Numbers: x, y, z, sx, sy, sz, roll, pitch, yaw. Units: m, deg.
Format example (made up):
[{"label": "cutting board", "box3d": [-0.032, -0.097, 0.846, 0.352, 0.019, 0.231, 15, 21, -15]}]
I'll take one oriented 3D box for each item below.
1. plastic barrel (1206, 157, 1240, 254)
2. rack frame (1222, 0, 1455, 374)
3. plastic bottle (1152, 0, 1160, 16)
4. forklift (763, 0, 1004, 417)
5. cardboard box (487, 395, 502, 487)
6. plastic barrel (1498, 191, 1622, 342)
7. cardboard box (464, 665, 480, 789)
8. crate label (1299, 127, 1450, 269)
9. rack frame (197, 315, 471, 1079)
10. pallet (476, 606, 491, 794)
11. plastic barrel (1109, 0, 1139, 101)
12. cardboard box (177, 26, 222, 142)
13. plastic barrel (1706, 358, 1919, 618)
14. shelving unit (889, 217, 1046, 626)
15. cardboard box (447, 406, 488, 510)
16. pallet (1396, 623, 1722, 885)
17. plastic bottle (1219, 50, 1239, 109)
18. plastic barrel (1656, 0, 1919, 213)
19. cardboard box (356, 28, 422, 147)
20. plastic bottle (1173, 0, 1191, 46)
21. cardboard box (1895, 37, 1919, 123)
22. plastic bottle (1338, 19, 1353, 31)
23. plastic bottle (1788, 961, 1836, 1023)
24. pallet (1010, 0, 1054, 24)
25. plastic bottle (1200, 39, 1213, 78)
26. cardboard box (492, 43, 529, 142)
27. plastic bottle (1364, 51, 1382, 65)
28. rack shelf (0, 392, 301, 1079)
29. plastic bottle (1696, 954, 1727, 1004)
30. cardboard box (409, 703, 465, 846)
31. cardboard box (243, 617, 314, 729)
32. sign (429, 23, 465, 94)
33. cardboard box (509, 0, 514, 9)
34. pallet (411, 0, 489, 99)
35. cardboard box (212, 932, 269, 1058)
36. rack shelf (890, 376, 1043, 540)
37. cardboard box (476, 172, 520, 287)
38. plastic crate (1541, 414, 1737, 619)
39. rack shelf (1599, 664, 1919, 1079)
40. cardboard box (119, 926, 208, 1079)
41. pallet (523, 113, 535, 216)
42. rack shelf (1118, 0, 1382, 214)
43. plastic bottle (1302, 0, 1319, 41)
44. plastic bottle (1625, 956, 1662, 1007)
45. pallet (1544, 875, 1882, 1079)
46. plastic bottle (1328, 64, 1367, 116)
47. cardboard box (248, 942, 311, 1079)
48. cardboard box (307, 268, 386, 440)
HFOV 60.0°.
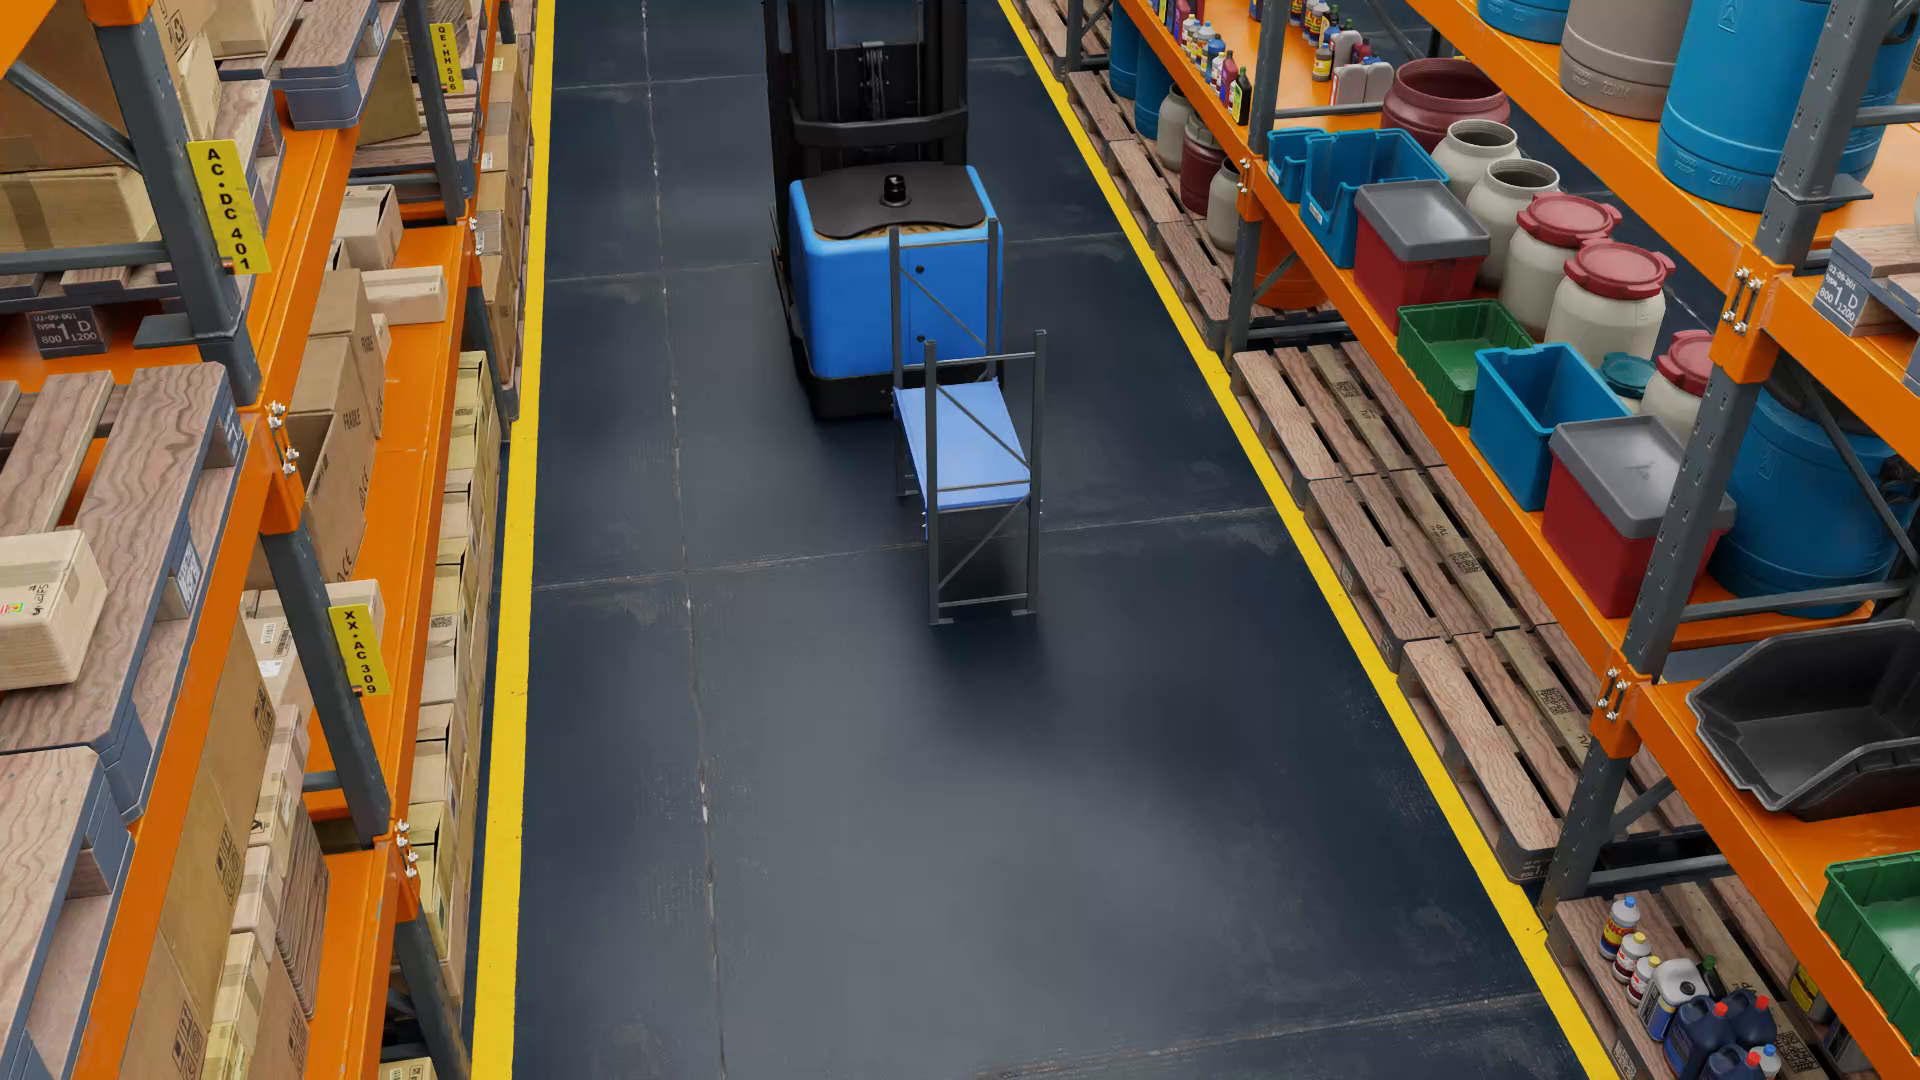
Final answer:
[{"label": "plastic barrel", "box3d": [1.703, -2.016, 9.986, 0.421, 0.512, 0.421, 0, 38, 0]}, {"label": "rack frame", "box3d": [1.993, -2.208, 8.547, 1.000, 3.000, 0.127, -6, 38, -8]}, {"label": "plastic bottle", "box3d": [1.259, -3.370, 10.083, 0.144, 0.351, 0.185, -6, 38, -8]}, {"label": "forklift", "box3d": [-0.550, -2.718, 9.259, 1.130, 2.935, 3.031, -7, 38, -9]}, {"label": "cardboard box", "box3d": [-2.552, -0.466, 8.204, 0.500, 0.250, 0.500, -5, 38, -7]}, {"label": "plastic barrel", "box3d": [2.538, -1.151, 7.076, 0.433, 0.535, 0.433, 0, 38, 0]}, {"label": "cardboard box", "box3d": [-2.192, 0.767, 6.617, 0.500, 0.250, 0.500, -7, 38, -9]}, {"label": "crate label", "box3d": [1.901, -1.593, 7.726, 0.502, 0.435, 0.616, -6, 38, -8]}, {"label": "rack frame", "box3d": [-2.183, 0.739, 4.754, 1.000, 3.000, 0.127, -6, 38, -8]}, {"label": "pallet", "box3d": [-2.568, 0.661, 7.128, 1.003, 0.211, 1.213, -6, 38, -8]}, {"label": "plastic barrel", "box3d": [1.370, -3.631, 11.746, 0.600, 0.901, 0.708, -6, 38, -8]}, {"label": "cardboard box", "box3d": [-2.381, -1.257, 4.658, 0.500, 0.250, 0.500, -10, 39, -12]}, {"label": "plastic barrel", "box3d": [2.925, -0.256, 5.626, 0.600, 0.901, 0.708, -6, 38, -8]}, {"label": "shelving unit", "box3d": [0.015, -0.541, 7.623, 0.538, 1.500, 1.048, -6, 38, -8]}, {"label": "cardboard box", "box3d": [-2.453, -0.376, 7.630, 0.500, 0.311, 0.500, -7, 38, -9]}, {"label": "pallet", "box3d": [2.518, 0.839, 6.898, 1.003, 0.211, 1.213, -6, 38, -8]}, {"label": "plastic bottle", "box3d": [1.461, -2.500, 9.018, 0.061, 0.283, 0.133, -6, 38, -8]}, {"label": "plastic barrel", "box3d": [2.391, -1.458, 4.728, 0.600, 0.901, 0.708, -6, 38, -8]}, {"label": "cardboard box", "box3d": [-3.106, -2.251, 8.179, 0.700, 0.500, 0.500, -19, 42, -23]}, {"label": "plastic bottle", "box3d": [1.301, -3.051, 9.727, 0.061, 0.283, 0.133, -6, 38, -8]}, {"label": "cardboard box", "box3d": [6.620, -3.026, 10.989, 1.225, 0.875, 0.875, -6, 38, -8]}, {"label": "plastic bottle", "box3d": [2.175, -2.823, 9.434, 0.061, 0.283, 0.133, -6, 38, -8]}, {"label": "plastic bottle", "box3d": [2.949, 1.454, 5.634, 0.144, 0.351, 0.185, -6, 38, -8]}, {"label": "pallet", "box3d": [0.907, -4.701, 14.029, 1.003, 0.211, 1.213, -6, 38, -8]}, {"label": "plastic bottle", "box3d": [1.408, -2.715, 9.362, 0.097, 0.201, 0.097, 0, 38, 0]}, {"label": "cardboard box", "box3d": [-3.217, -3.013, 11.262, 0.500, 0.500, 0.500, -6, 38, -8]}, {"label": "plastic bottle", "box3d": [2.242, -2.526, 9.062, 0.097, 0.271, 0.097, 0, 38, 0]}, {"label": "rack shelf", "box3d": [-1.833, 1.046, 2.500, 1.077, 0.370, 4.000, -6, 38, -8]}, {"label": "plastic bottle", "box3d": [2.507, 1.527, 5.595, 0.061, 0.283, 0.133, -6, 38, -8]}, {"label": "cardboard box", "box3d": [-2.093, 0.858, 6.043, 0.500, 0.311, 0.500, -7, 38, -8]}, {"label": "cardboard box", "box3d": [-2.313, 0.505, 5.177, 0.500, 0.250, 0.500, -4, 38, -5]}, {"label": "sign", "box3d": [-2.339, -2.196, 7.588, 0.100, 0.325, 0.005, -6, 38, -8]}, {"label": "cardboard box", "box3d": [-3.920, -4.416, 13.065, 0.797, 0.503, 0.637, -6, 38, -8]}, {"label": "pallet", "box3d": [-3.230, -2.776, 9.434, 1.003, 0.211, 1.213, -6, 38, -8]}, {"label": "cardboard box", "box3d": [-1.788, 1.050, 3.743, 0.380, 0.149, 0.250, -6, 38, -8]}, {"label": "rack shelf", "box3d": [0.015, -0.399, 7.734, 0.538, 0.185, 1.000, -6, 38, -8]}, {"label": "cardboard box", "box3d": [-2.863, -1.789, 9.686, 0.500, 0.500, 0.500, -7, 38, -9]}, {"label": "plastic crate", "box3d": [2.308, -0.077, 5.752, 0.402, 0.464, 0.583, -6, 38, -8]}, {"label": "rack shelf", "box3d": [3.045, 1.700, 4.103, 1.077, 0.370, 4.000, -6, 38, -8]}, {"label": "cardboard box", "box3d": [-1.922, 1.062, 3.199, 0.700, 0.500, 0.500, -6, 38, -8]}, {"label": "pallet", "box3d": [-3.406, -2.505, 11.202, 1.003, 0.211, 1.213, -6, 38, -8]}, {"label": "rack shelf", "box3d": [1.642, -3.132, 10.323, 1.077, 0.370, 4.000, -6, 38, -8]}, {"label": "plastic bottle", "box3d": [2.080, -3.084, 9.780, 0.097, 0.271, 0.097, 0, 38, 0]}, {"label": "plastic bottle", "box3d": [2.354, 1.502, 5.694, 0.097, 0.201, 0.097, 0, 38, 0]}, {"label": "pallet", "box3d": [2.771, 1.719, 5.765, 1.003, 0.211, 1.213, -6, 38, -8]}, {"label": "plastic bottle", "box3d": [2.085, -2.439, 8.945, 0.152, 0.276, 0.135, -6, 38, -8]}, {"label": "cardboard box", "box3d": [-2.000, 1.284, 3.970, 0.700, 0.500, 0.500, -7, 38, -8]}, {"label": "cardboard box", "box3d": [-2.574, -0.705, 6.531, 0.500, 0.500, 0.500, -8, 39, -10]}]
